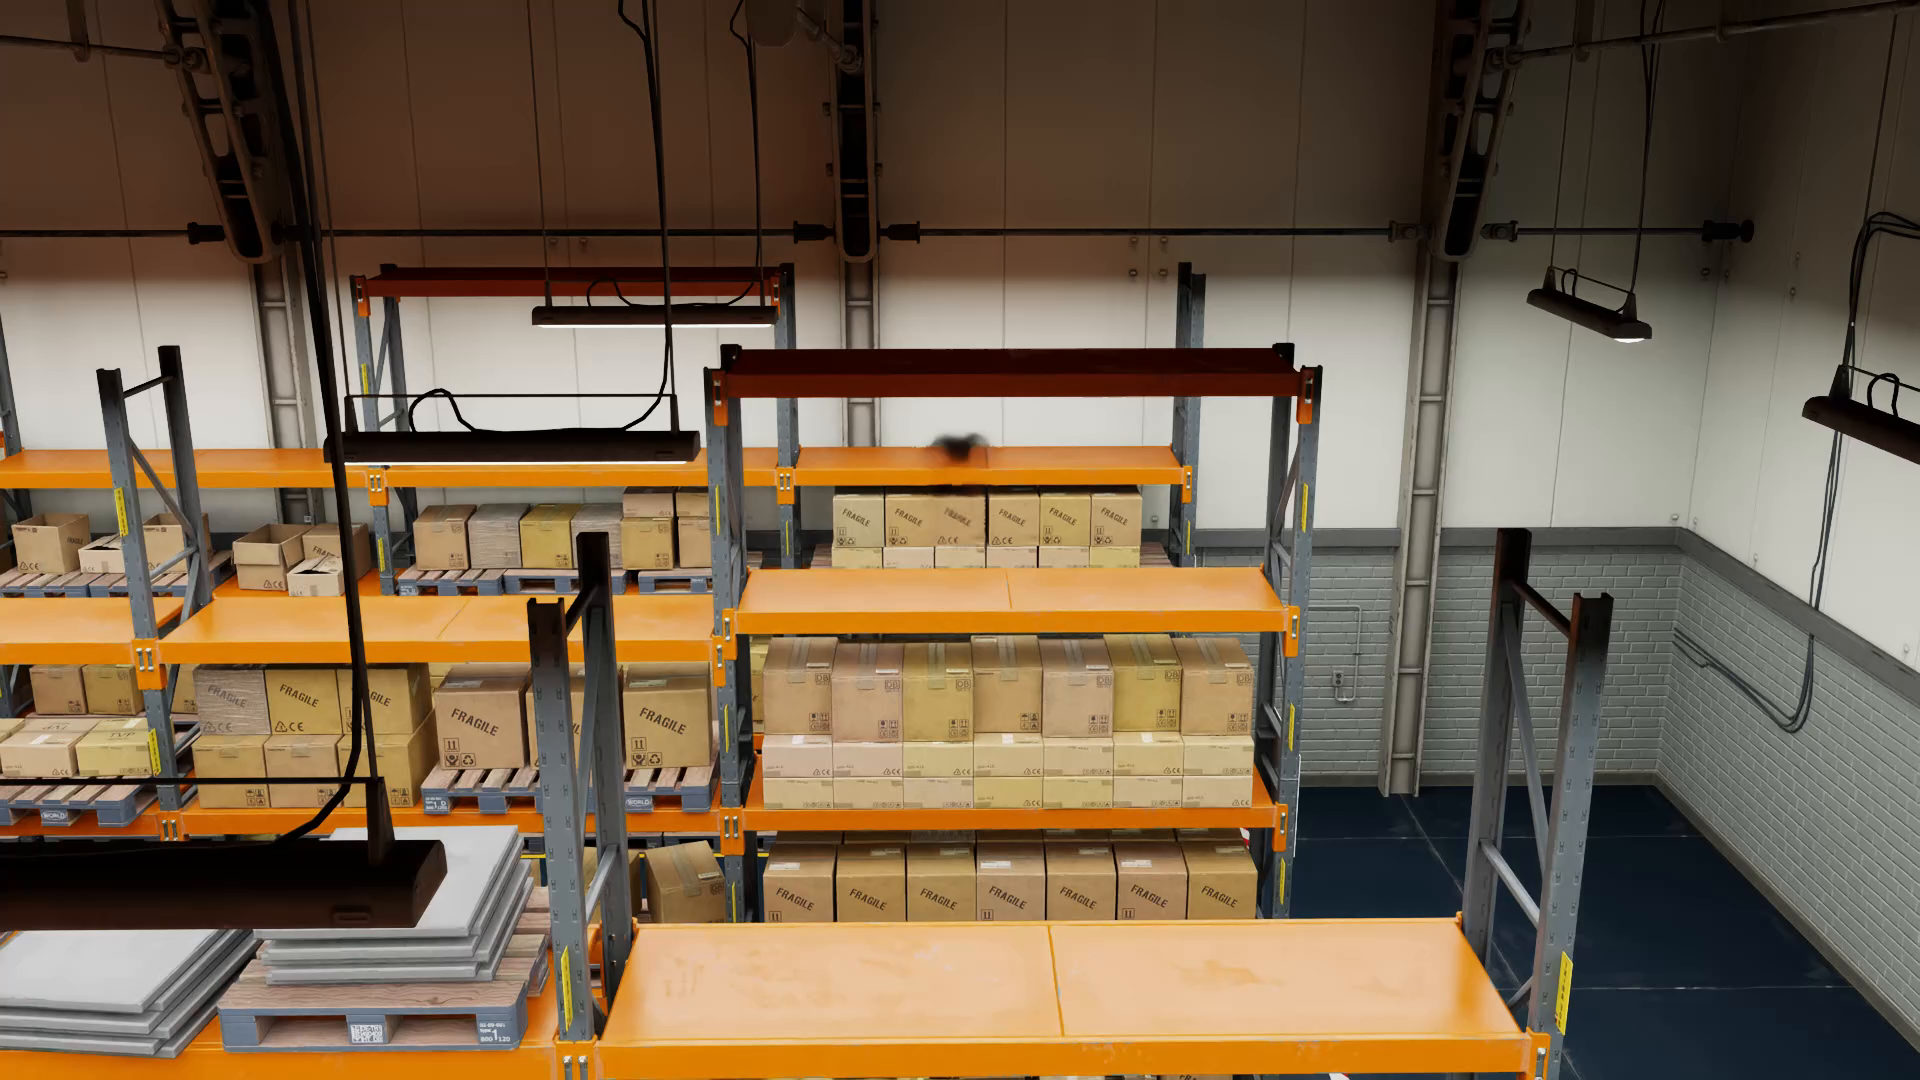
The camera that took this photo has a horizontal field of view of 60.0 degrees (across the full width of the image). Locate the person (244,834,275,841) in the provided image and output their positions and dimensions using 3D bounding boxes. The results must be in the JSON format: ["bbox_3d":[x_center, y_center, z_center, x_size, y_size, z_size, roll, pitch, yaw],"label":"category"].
[{"bbox_3d":[-6.520,2.945,15.431,0.476,1.660,0.450,12,20,35],"label":"person"}]
